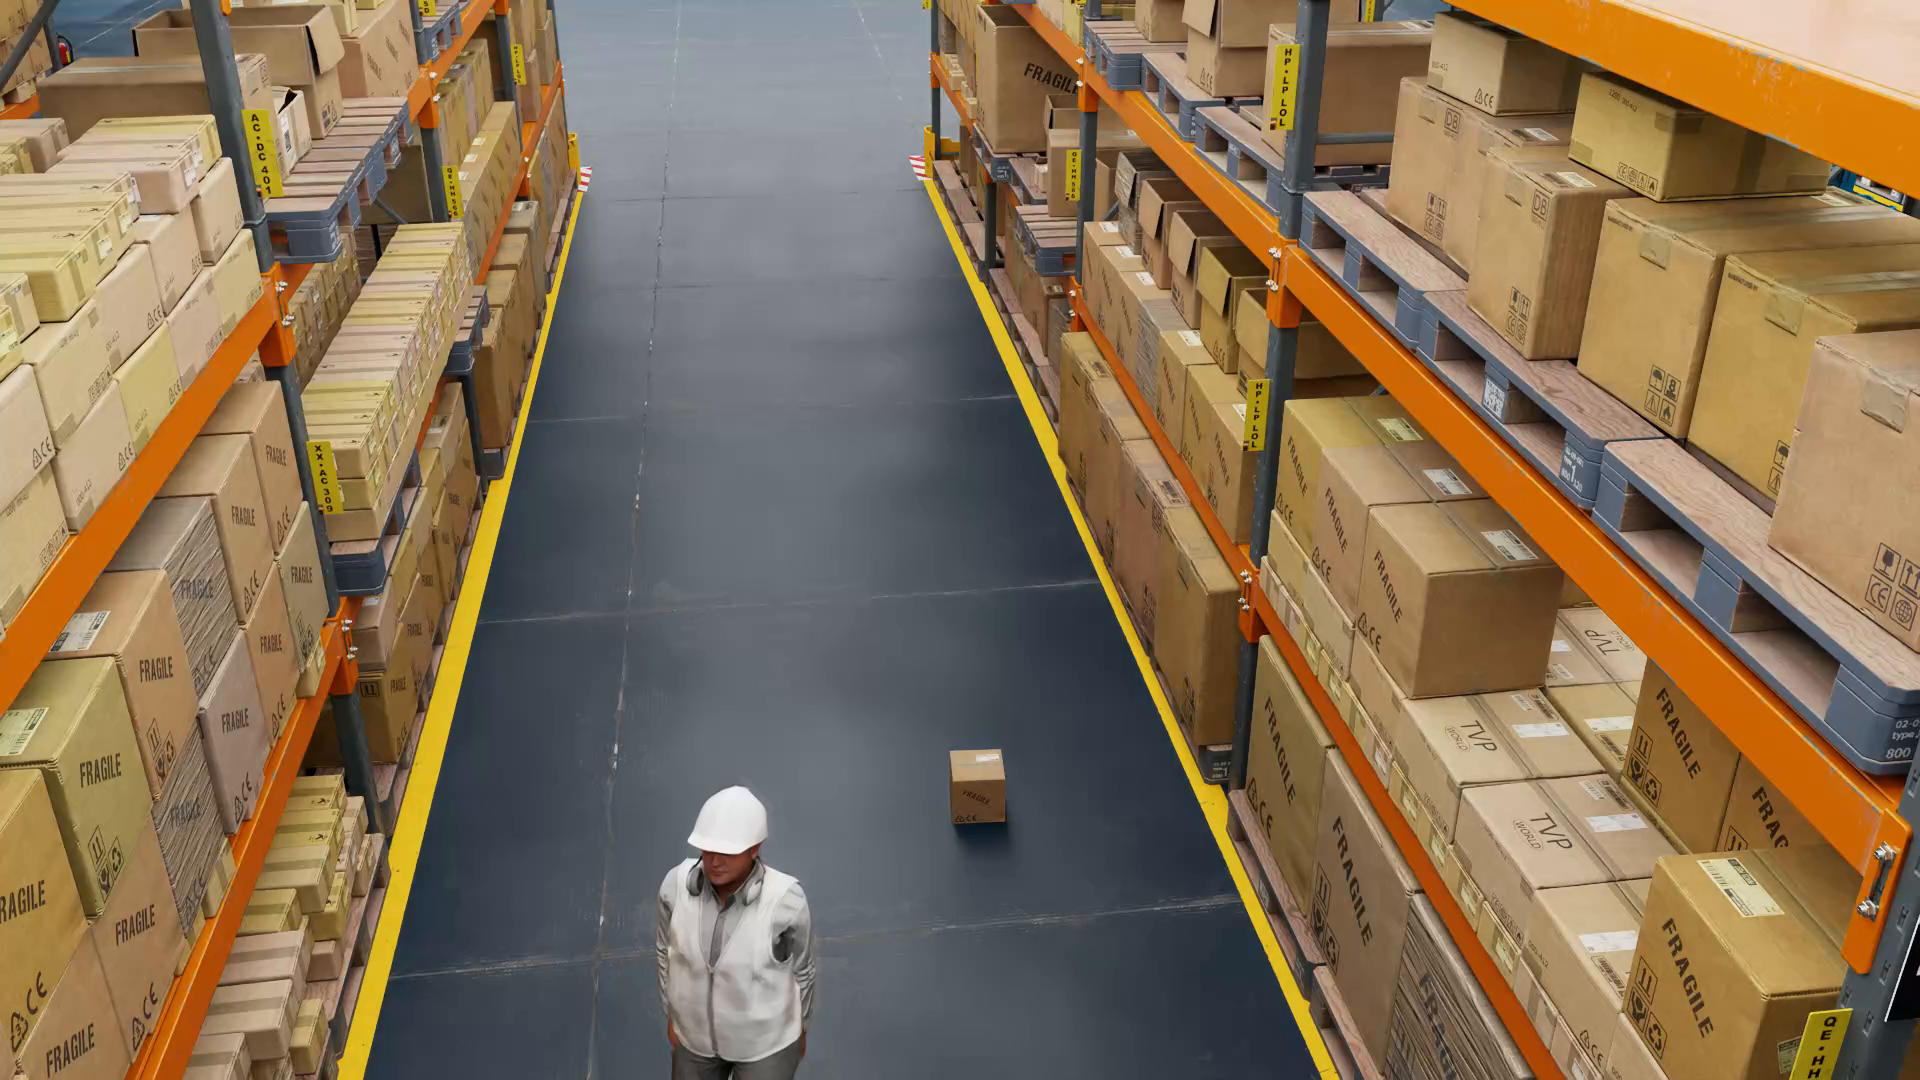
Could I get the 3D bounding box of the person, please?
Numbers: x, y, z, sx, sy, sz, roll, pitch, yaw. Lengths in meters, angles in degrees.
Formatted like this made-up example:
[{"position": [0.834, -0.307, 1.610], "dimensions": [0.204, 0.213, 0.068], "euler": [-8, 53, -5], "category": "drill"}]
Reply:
[{"position": [-0.728, 1.564, 5.486], "dimensions": [0.527, 1.751, 0.664], "euler": [7, 28, 14], "category": "person"}]
